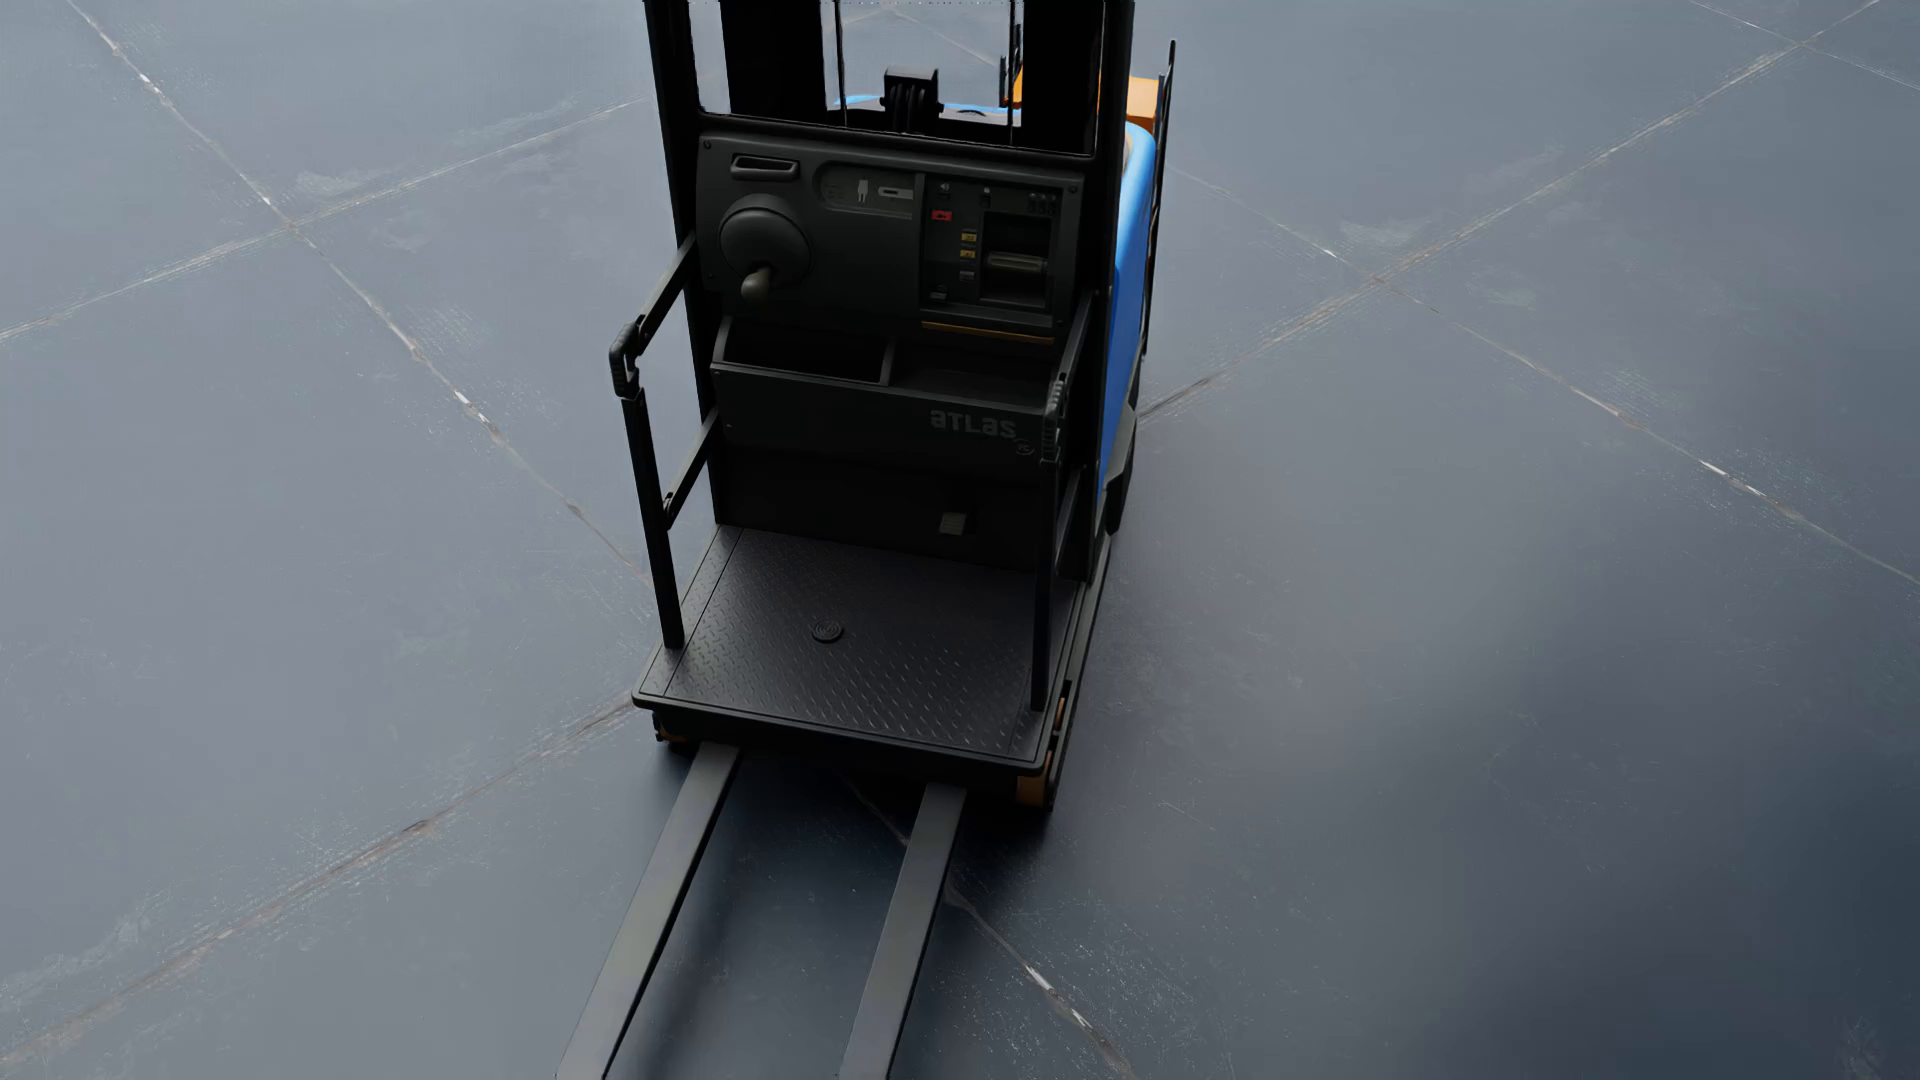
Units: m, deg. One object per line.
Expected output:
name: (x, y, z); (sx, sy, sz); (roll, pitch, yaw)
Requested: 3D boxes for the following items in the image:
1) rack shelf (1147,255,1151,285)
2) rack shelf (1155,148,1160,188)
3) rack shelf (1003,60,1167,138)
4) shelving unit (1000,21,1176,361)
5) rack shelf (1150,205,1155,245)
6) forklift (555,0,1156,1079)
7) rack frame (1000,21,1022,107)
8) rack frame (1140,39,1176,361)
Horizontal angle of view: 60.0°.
rack shelf: (0.396, -0.880, 5.698); (0.480, 0.148, 0.258); (10, 44, 10)
rack shelf: (0.396, -1.189, 5.410); (0.480, 0.148, 0.258); (10, 44, 10)
rack shelf: (0.396, -1.361, 5.249); (0.480, 0.148, 0.258); (10, 44, 10)
shelving unit: (0.396, -1.074, 5.517); (0.503, 1.200, 0.258); (10, 44, 10)
rack shelf: (0.396, -1.025, 5.563); (0.480, 0.148, 0.258); (10, 44, 10)
forklift: (-0.221, -0.637, 3.788); (1.130, 2.935, 3.031); (9, 44, 9)
rack frame: (0.160, -1.115, 5.561); (0.015, 1.200, 0.240); (10, 44, 10)
rack frame: (0.633, -1.033, 5.473); (0.015, 1.200, 0.240); (10, 44, 10)
